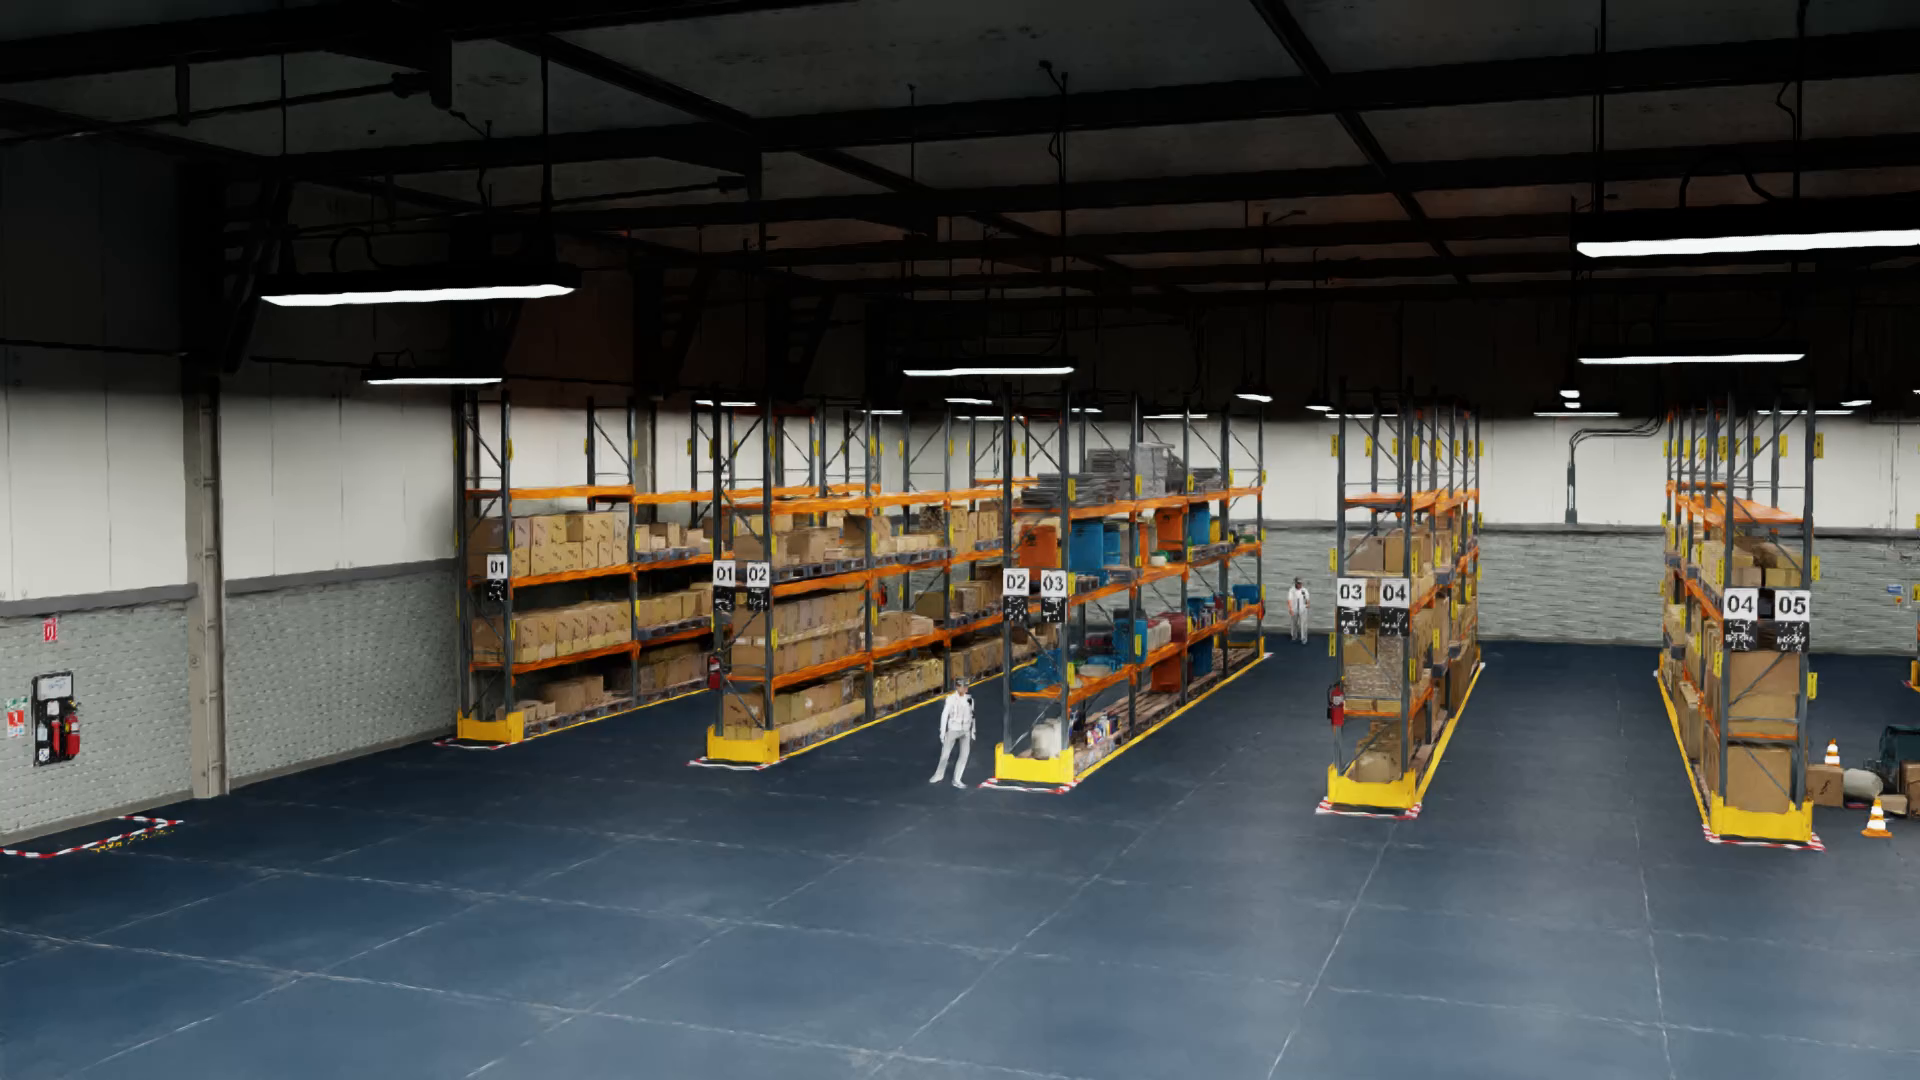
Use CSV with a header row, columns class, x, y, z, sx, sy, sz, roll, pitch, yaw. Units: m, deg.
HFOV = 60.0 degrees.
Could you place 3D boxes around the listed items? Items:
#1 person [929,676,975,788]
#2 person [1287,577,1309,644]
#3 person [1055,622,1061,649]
class,x,y,z,sx,sy,sz,roll,pitch,yaw
person,-0.112,2.841,24.630,0.659,1.628,0.509,-1,3,-21
person,8.676,1.783,42.688,0.536,1.707,1.037,1,3,12
person,2.343,2.070,37.881,0.346,1.682,0.540,0,3,7
